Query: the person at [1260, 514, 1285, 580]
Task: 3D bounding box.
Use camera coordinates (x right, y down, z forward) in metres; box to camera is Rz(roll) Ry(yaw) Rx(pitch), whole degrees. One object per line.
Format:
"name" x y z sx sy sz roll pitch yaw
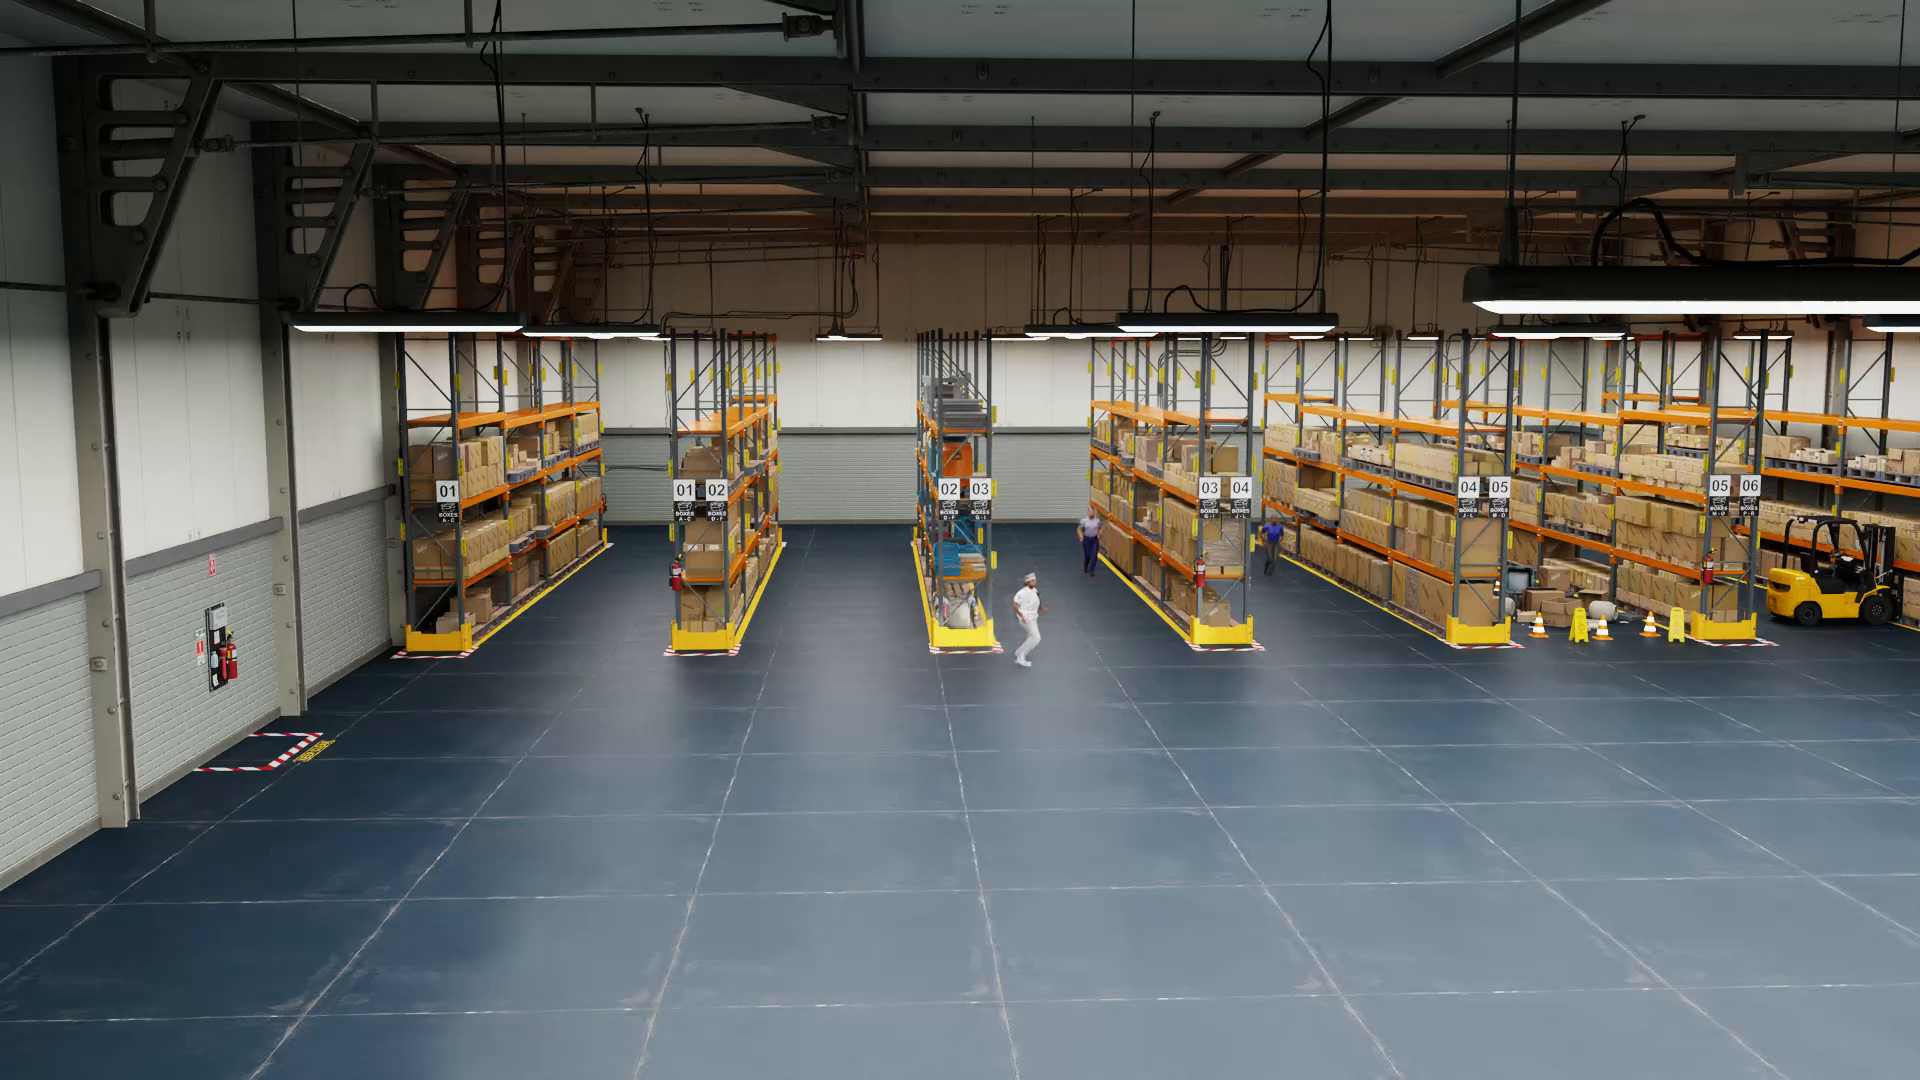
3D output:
"person" 7.595 0.182 40.310 0.582 1.611 0.494 -1 7 -5

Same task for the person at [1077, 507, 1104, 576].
"person" 3.083 0.042 39.108 0.616 1.615 0.507 -1 7 -5

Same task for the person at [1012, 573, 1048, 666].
"person" 1.273 1.409 29.594 0.591 1.667 0.559 4 8 30
